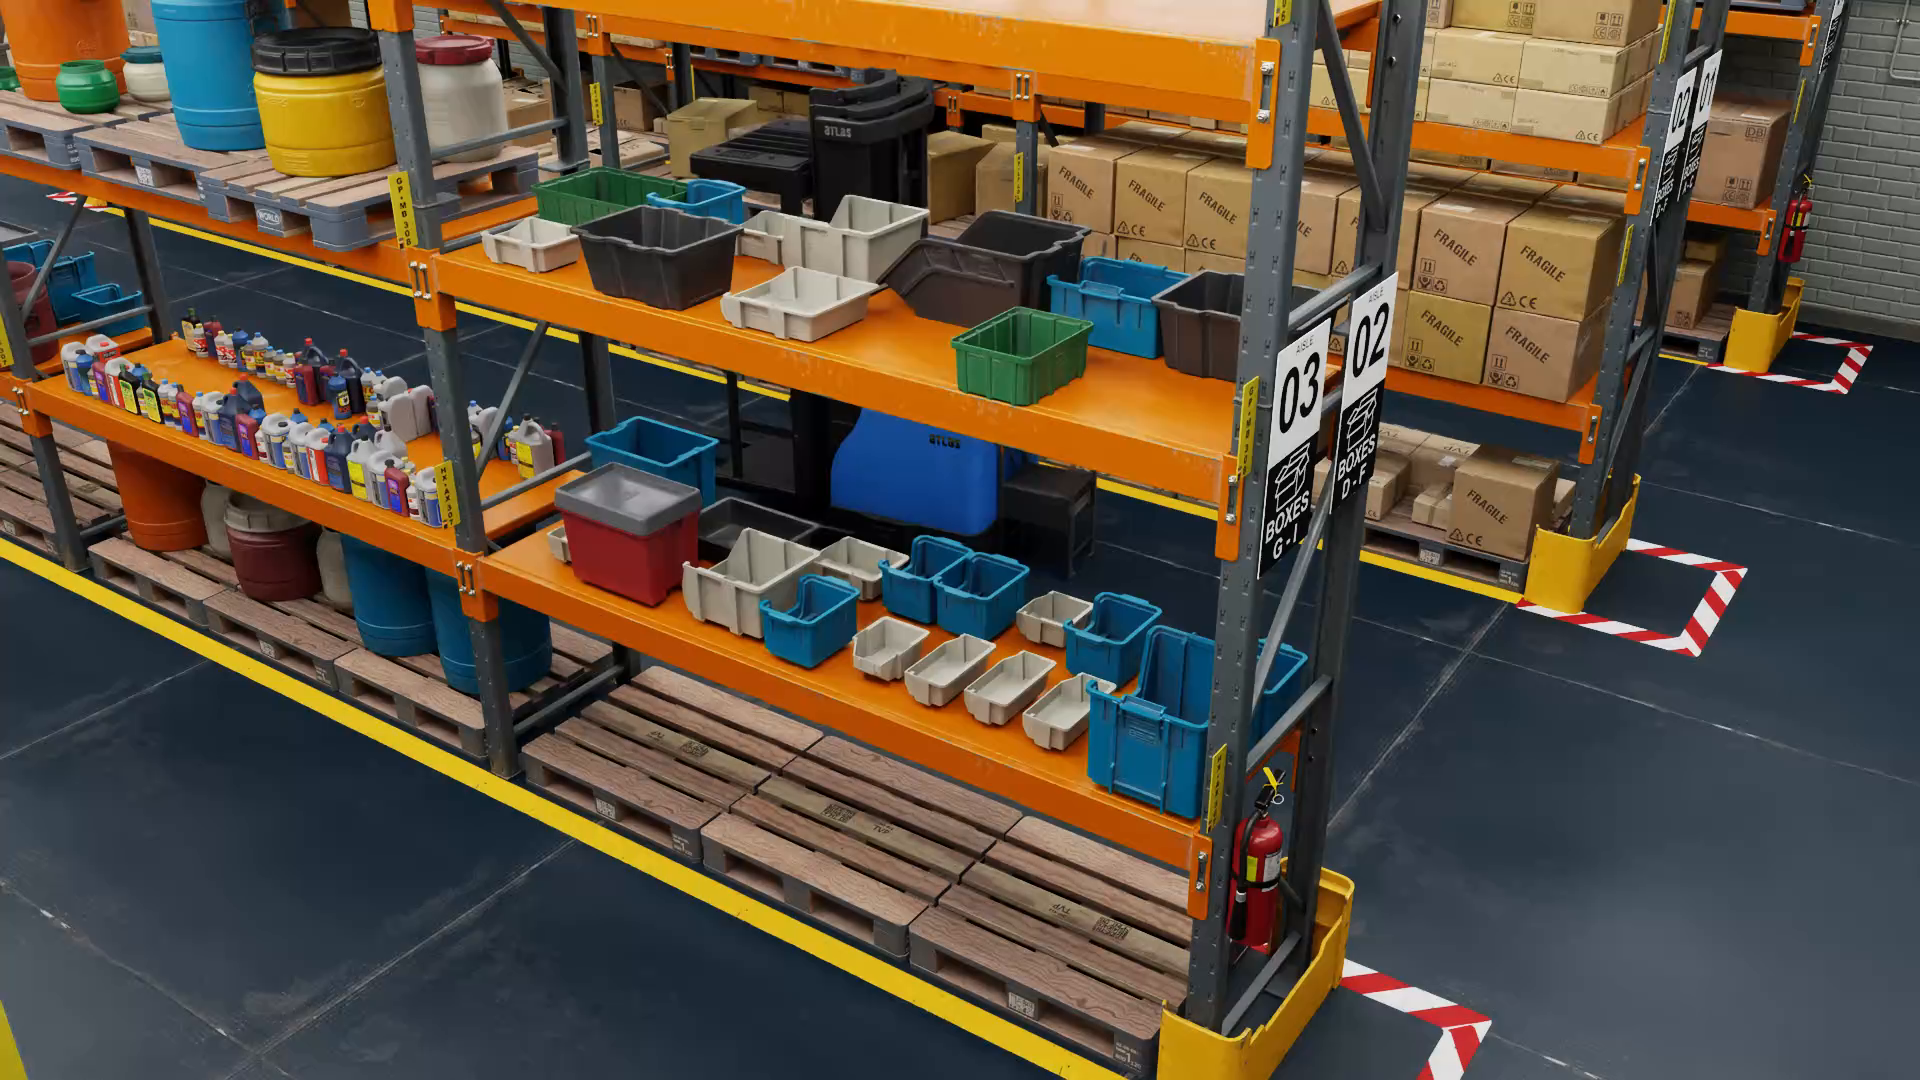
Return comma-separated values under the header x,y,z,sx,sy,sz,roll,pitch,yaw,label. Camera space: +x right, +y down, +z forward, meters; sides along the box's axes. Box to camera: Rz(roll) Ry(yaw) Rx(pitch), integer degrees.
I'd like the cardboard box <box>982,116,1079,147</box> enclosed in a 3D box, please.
x,y,z,sx,sy,sz,roll,pitch,yaw,label
0.744,-4.015,17.513,0.750,0.750,0.750,17,31,30,cardboard box

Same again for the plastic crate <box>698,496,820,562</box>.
x,y,z,sx,sy,sz,roll,pitch,yaw,label
-1.025,-0.010,7.973,0.590,0.125,0.437,17,32,30,plastic crate

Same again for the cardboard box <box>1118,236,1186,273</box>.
x,y,z,sx,sy,sz,roll,pitch,yaw,label
1.397,-1.825,11.193,0.500,0.500,0.500,18,32,31,cardboard box

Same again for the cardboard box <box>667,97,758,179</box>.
x,y,z,sx,sy,sz,roll,pitch,yaw,label
-2.007,-3.283,13.594,0.500,0.500,0.700,7,28,13,cardboard box

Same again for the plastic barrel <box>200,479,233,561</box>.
x,y,z,sx,sy,sz,roll,pitch,yaw,label
-4.468,-0.167,10.326,0.421,0.512,0.421,0,27,0,plastic barrel

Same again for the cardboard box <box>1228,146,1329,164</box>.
x,y,z,sx,sy,sz,roll,pitch,yaw,label
2.110,-2.341,11.103,0.500,0.500,0.500,18,32,31,cardboard box

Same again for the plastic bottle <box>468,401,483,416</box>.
x,y,z,sx,sy,sz,roll,pitch,yaw,label
-2.647,-0.631,9.098,0.097,0.271,0.097,0,27,0,plastic bottle

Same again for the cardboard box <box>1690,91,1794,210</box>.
x,y,z,sx,sy,sz,roll,pitch,yaw,label
6.380,-3.230,13.733,0.700,0.700,0.980,19,33,33,cardboard box

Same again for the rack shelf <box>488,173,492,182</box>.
x,y,z,sx,sy,sz,roll,pitch,yaw,label
-4.238,-3.364,15.119,4.000,0.370,1.077,17,32,30,rack shelf

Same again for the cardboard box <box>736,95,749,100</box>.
x,y,z,sx,sy,sz,roll,pitch,yaw,label
-2.469,-4.950,19.714,0.500,0.500,0.700,19,32,32,cardboard box

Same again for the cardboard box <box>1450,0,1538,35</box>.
x,y,z,sx,sy,sz,roll,pitch,yaw,label
3.208,-3.229,9.542,0.500,0.500,0.700,17,32,30,cardboard box

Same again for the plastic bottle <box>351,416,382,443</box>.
x,y,z,sx,sy,sz,roll,pitch,yaw,label
-3.114,-0.486,8.726,0.185,0.351,0.144,17,32,30,plastic bottle

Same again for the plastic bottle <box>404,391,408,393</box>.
x,y,z,sx,sy,sz,roll,pitch,yaw,label
-3.109,-0.743,9.396,0.097,0.201,0.097,0,27,0,plastic bottle

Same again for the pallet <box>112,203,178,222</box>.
x,y,z,sx,sy,sz,roll,pitch,yaw,label
-8.530,-3.802,18.261,1.213,0.211,1.003,17,32,30,pallet

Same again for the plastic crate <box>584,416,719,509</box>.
x,y,z,sx,sy,sz,roll,pitch,yaw,label
-1.522,-0.320,8.297,0.575,0.384,0.392,17,32,30,plastic crate

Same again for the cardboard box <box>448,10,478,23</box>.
x,y,z,sx,sy,sz,roll,pitch,yaw,label
-6.160,-6.776,21.175,0.500,0.250,0.500,16,31,29,cardboard box

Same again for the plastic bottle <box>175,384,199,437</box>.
x,y,z,sx,sy,sz,roll,pitch,yaw,label
-4.297,-0.722,9.264,0.133,0.283,0.061,17,32,30,plastic bottle

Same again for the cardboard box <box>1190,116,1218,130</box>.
x,y,z,sx,sy,sz,roll,pitch,yaw,label
2.410,-4.060,15.949,0.250,0.149,0.380,17,32,30,cardboard box

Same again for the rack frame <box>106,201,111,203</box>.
x,y,z,sx,sy,sz,roll,pitch,yaw,label
-9.184,-5.225,17.984,0.127,3.000,1.000,17,32,30,rack frame

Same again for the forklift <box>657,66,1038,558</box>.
x,y,z,sx,sy,sz,roll,pitch,yaw,label
-1.017,-1.555,10.848,3.031,2.935,1.130,13,30,23,forklift

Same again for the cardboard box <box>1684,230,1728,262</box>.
x,y,z,sx,sy,sz,roll,pitch,yaw,label
6.389,-2.517,14.240,0.250,0.149,0.380,18,32,31,cardboard box

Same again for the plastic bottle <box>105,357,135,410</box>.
x,y,z,sx,sy,sz,roll,pitch,yaw,label
-4.842,-0.914,9.649,0.135,0.276,0.152,17,32,30,plastic bottle

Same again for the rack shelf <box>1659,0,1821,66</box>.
x,y,z,sx,sy,sz,roll,pitch,yaw,label
5.158,-4.499,14.043,4.000,0.370,1.077,17,32,30,rack shelf

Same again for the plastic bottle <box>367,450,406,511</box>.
x,y,z,sx,sy,sz,roll,pitch,yaw,label
-2.909,-0.311,8.466,0.135,0.276,0.152,17,32,30,plastic bottle

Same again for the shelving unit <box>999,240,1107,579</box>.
x,y,z,sx,sy,sz,roll,pitch,yaw,label
0.561,-0.818,10.316,0.503,2.100,0.431,13,30,23,shelving unit

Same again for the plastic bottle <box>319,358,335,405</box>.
x,y,z,sx,sy,sz,roll,pitch,yaw,label
-3.652,-0.925,9.664,0.133,0.283,0.061,17,32,30,plastic bottle

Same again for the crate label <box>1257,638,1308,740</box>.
x,y,z,sx,sy,sz,roll,pitch,yaw,label
1.180,0.596,6.664,0.303,0.233,0.416,17,32,30,crate label

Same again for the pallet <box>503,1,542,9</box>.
x,y,z,sx,sy,sz,roll,pitch,yaw,label
-3.200,-4.564,13.586,1.003,0.211,1.213,19,33,33,pallet

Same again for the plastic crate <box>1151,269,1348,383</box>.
x,y,z,sx,sy,sz,roll,pitch,yaw,label
1.038,-0.747,6.022,0.590,0.269,0.497,17,32,30,plastic crate

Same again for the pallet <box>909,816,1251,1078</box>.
x,y,z,sx,sy,sz,roll,pitch,yaw,label
0.539,1.751,7.351,1.213,0.211,1.003,17,32,30,pallet

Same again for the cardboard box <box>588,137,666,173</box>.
x,y,z,sx,sy,sz,roll,pitch,yaw,label
-2.865,-3.241,14.183,0.500,0.311,0.500,20,33,33,cardboard box

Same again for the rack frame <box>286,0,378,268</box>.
x,y,z,sx,sy,sz,roll,pitch,yaw,label
-5.887,-4.198,15.965,0.127,3.000,1.000,17,32,30,rack frame

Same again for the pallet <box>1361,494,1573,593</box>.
x,y,z,sx,sy,sz,roll,pitch,yaw,label
3.284,-0.097,10.983,1.213,0.211,1.003,17,32,30,pallet

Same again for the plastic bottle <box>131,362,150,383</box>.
x,y,z,sx,sy,sz,roll,pitch,yaw,label
-4.728,-0.894,9.616,0.097,0.271,0.097,0,27,0,plastic bottle

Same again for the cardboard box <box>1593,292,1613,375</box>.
x,y,z,sx,sy,sz,roll,pitch,yaw,label
3.788,-1.373,10.305,0.500,0.500,0.500,18,32,31,cardboard box

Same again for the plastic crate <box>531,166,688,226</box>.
x,y,z,sx,sy,sz,roll,pitch,yaw,label
-1.580,-1.539,7.668,0.662,0.188,0.450,17,32,30,plastic crate

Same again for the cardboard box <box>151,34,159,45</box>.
x,y,z,sx,sy,sz,roll,pitch,yaw,label
-7.920,-5.047,16.809,0.250,0.149,0.380,17,31,30,cardboard box

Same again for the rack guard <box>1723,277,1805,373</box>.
x,y,z,sx,sy,sz,roll,pitch,yaw,label
6.826,-1.849,14.106,0.348,0.500,1.175,17,32,30,rack guard

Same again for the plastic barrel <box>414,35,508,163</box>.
x,y,z,sx,sy,sz,roll,pitch,yaw,label
-2.392,-2.106,7.935,0.433,0.535,0.433,0,27,0,plastic barrel

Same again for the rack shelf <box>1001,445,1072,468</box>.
x,y,z,sx,sy,sz,roll,pitch,yaw,label
0.561,-0.806,10.322,0.480,0.518,0.431,13,30,23,rack shelf

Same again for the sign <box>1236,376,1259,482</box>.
x,y,z,sx,sy,sz,roll,pitch,yaw,label
0.899,-0.346,5.205,0.005,0.325,0.100,17,32,30,sign

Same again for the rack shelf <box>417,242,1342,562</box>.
x,y,z,sx,sy,sz,roll,pitch,yaw,label
-0.451,-0.795,6.765,4.000,0.370,1.077,17,32,30,rack shelf

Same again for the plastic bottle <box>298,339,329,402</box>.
x,y,z,sx,sy,sz,roll,pitch,yaw,label
-3.772,-1.003,9.743,0.185,0.351,0.144,17,32,30,plastic bottle

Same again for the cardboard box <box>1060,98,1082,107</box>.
x,y,z,sx,sy,sz,roll,pitch,yaw,label
1.222,-4.500,16.814,0.250,0.149,0.380,18,32,31,cardboard box

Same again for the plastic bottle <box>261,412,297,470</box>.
x,y,z,sx,sy,sz,roll,pitch,yaw,label
-3.627,-0.535,8.905,0.135,0.276,0.152,17,32,30,plastic bottle

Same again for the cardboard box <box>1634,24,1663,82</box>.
x,y,z,sx,sy,sz,roll,pitch,yaw,label
3.729,-2.838,9.601,0.500,0.250,0.500,17,32,30,cardboard box

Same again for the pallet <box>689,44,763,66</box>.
x,y,z,sx,sy,sz,roll,pitch,yaw,label
-2.538,-5.715,19.157,1.213,0.211,1.003,17,32,30,pallet

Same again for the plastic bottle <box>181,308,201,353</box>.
x,y,z,sx,sy,sz,roll,pitch,yaw,label
-4.822,-1.323,10.446,0.133,0.283,0.061,17,32,30,plastic bottle

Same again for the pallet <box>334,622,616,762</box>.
x,y,z,sx,sy,sz,roll,pitch,yaw,label
-2.712,0.736,9.344,1.213,0.211,1.003,17,32,30,pallet

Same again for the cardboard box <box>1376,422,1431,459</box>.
x,y,z,sx,sy,sz,roll,pitch,yaw,label
2.893,-0.589,11.422,0.500,0.250,0.500,17,32,30,cardboard box

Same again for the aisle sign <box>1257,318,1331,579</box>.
x,y,z,sx,sy,sz,roll,pitch,yaw,label
1.091,-0.296,5.432,0.004,0.787,0.394,17,32,30,aisle sign

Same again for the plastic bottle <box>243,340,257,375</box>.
x,y,z,sx,sy,sz,roll,pitch,yaw,label
-4.306,-1.116,10.129,0.097,0.201,0.097,0,27,0,plastic bottle

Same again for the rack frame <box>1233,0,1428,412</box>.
x,y,z,sx,sy,sz,roll,pitch,yaw,label
1.197,-1.939,4.913,0.127,3.000,1.000,17,32,30,rack frame

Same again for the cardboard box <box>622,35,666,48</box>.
x,y,z,sx,sy,sz,roll,pitch,yaw,label
-3.647,-6.001,19.652,0.500,0.250,0.500,17,32,30,cardboard box

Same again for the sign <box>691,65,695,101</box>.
x,y,z,sx,sy,sz,roll,pitch,yaw,label
-2.290,-3.857,14.106,0.005,0.325,0.100,17,32,30,sign

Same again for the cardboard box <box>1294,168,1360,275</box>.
x,y,z,sx,sy,sz,roll,pitch,yaw,label
2.212,-2.011,10.455,0.500,0.500,0.500,18,32,32,cardboard box
